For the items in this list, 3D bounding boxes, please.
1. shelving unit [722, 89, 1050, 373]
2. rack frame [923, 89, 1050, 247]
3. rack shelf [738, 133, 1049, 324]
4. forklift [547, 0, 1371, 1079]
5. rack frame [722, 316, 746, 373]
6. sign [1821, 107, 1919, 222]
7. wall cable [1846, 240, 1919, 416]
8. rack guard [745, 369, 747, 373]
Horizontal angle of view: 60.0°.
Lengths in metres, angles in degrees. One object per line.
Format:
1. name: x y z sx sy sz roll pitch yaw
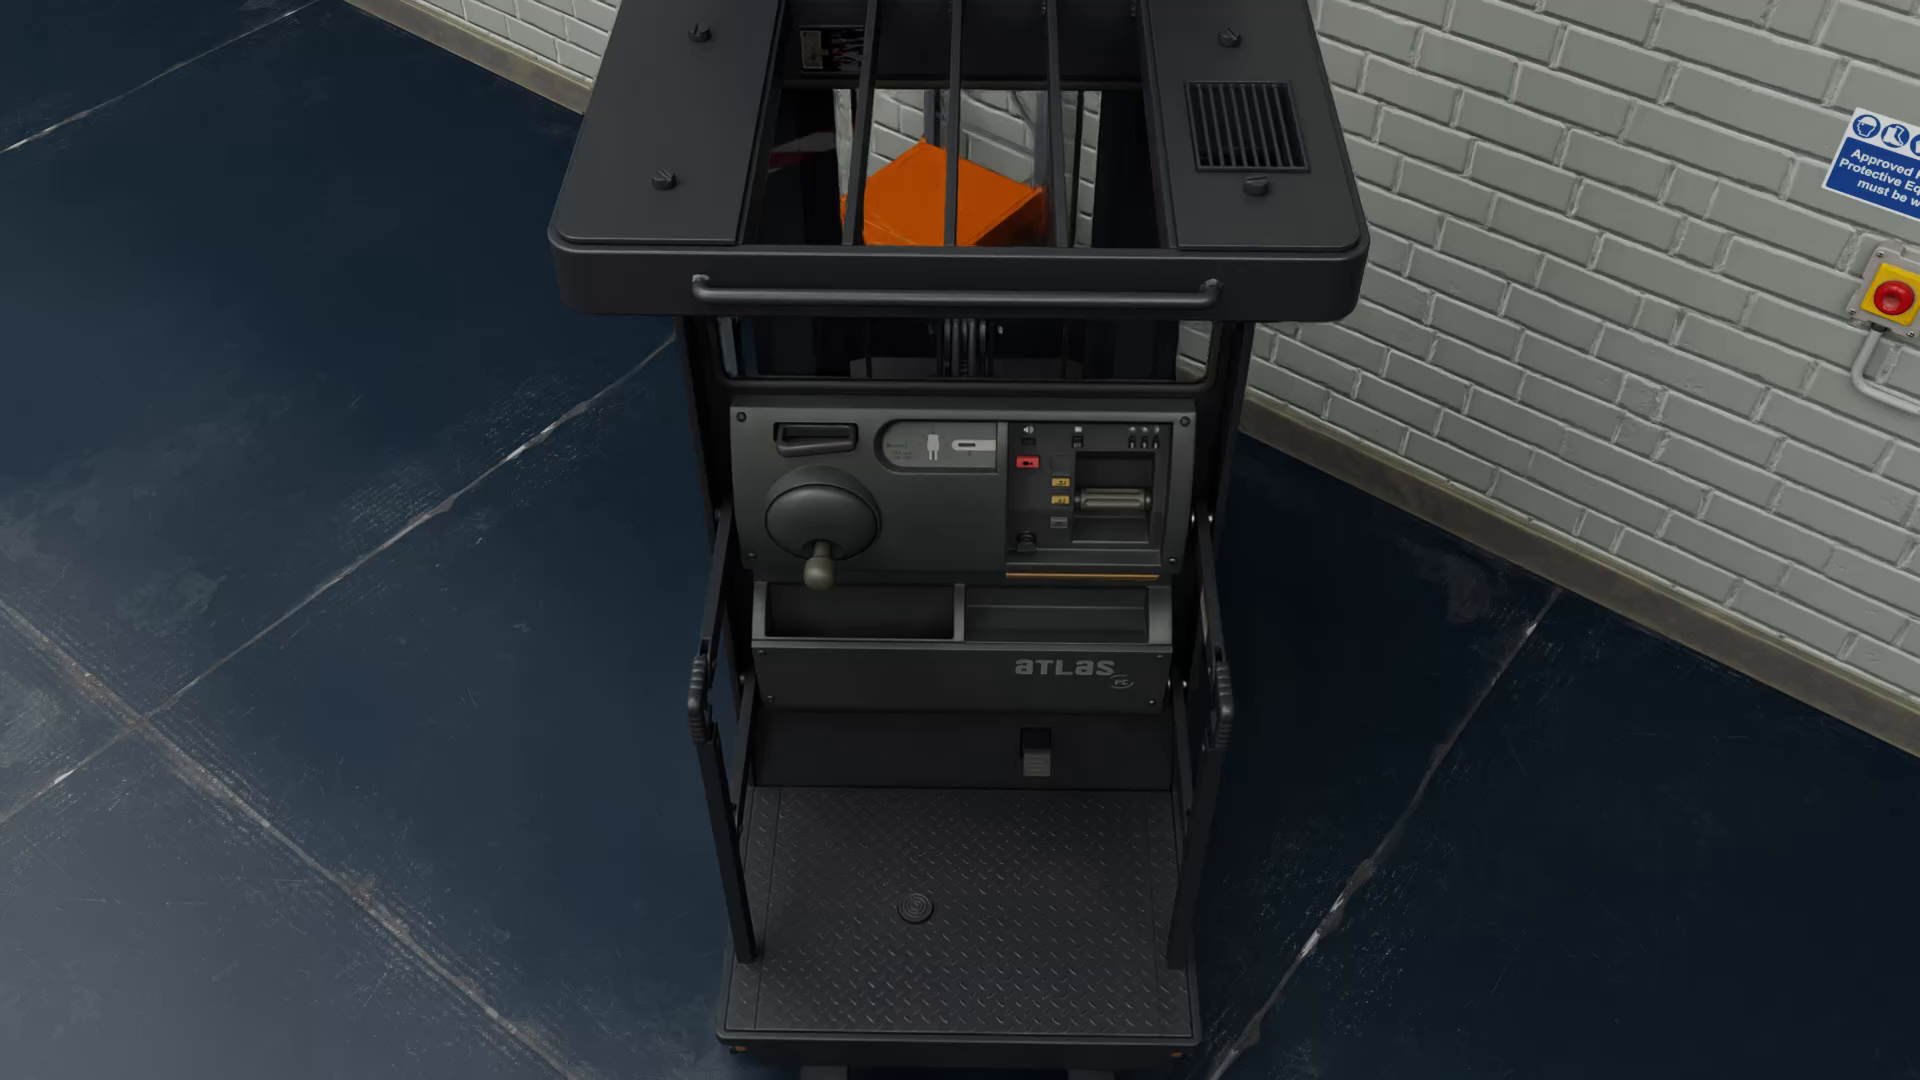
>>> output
1. shelving unit: -0.220 -1.052 5.196 0.587 1.500 1.083 29 52 25
2. rack frame: 0.086 -1.336 5.470 0.500 1.500 0.032 29 52 25
3. rack shelf: -0.224 -0.921 5.319 0.538 0.185 1.000 29 52 25
4. forklift: 0.004 0.004 3.219 1.130 2.935 3.031 1 46 1
5. rack frame: -0.536 -0.757 4.911 0.500 1.500 0.032 29 52 25
6. sign: 2.167 -0.837 3.788 0.327 0.218 0.001 29 53 25
7. wall cable: 2.168 -1.049 3.454 0.585 1.953 0.123 29 53 25
8. rack guard: -0.521 -0.332 5.369 0.587 0.250 0.087 29 52 25
